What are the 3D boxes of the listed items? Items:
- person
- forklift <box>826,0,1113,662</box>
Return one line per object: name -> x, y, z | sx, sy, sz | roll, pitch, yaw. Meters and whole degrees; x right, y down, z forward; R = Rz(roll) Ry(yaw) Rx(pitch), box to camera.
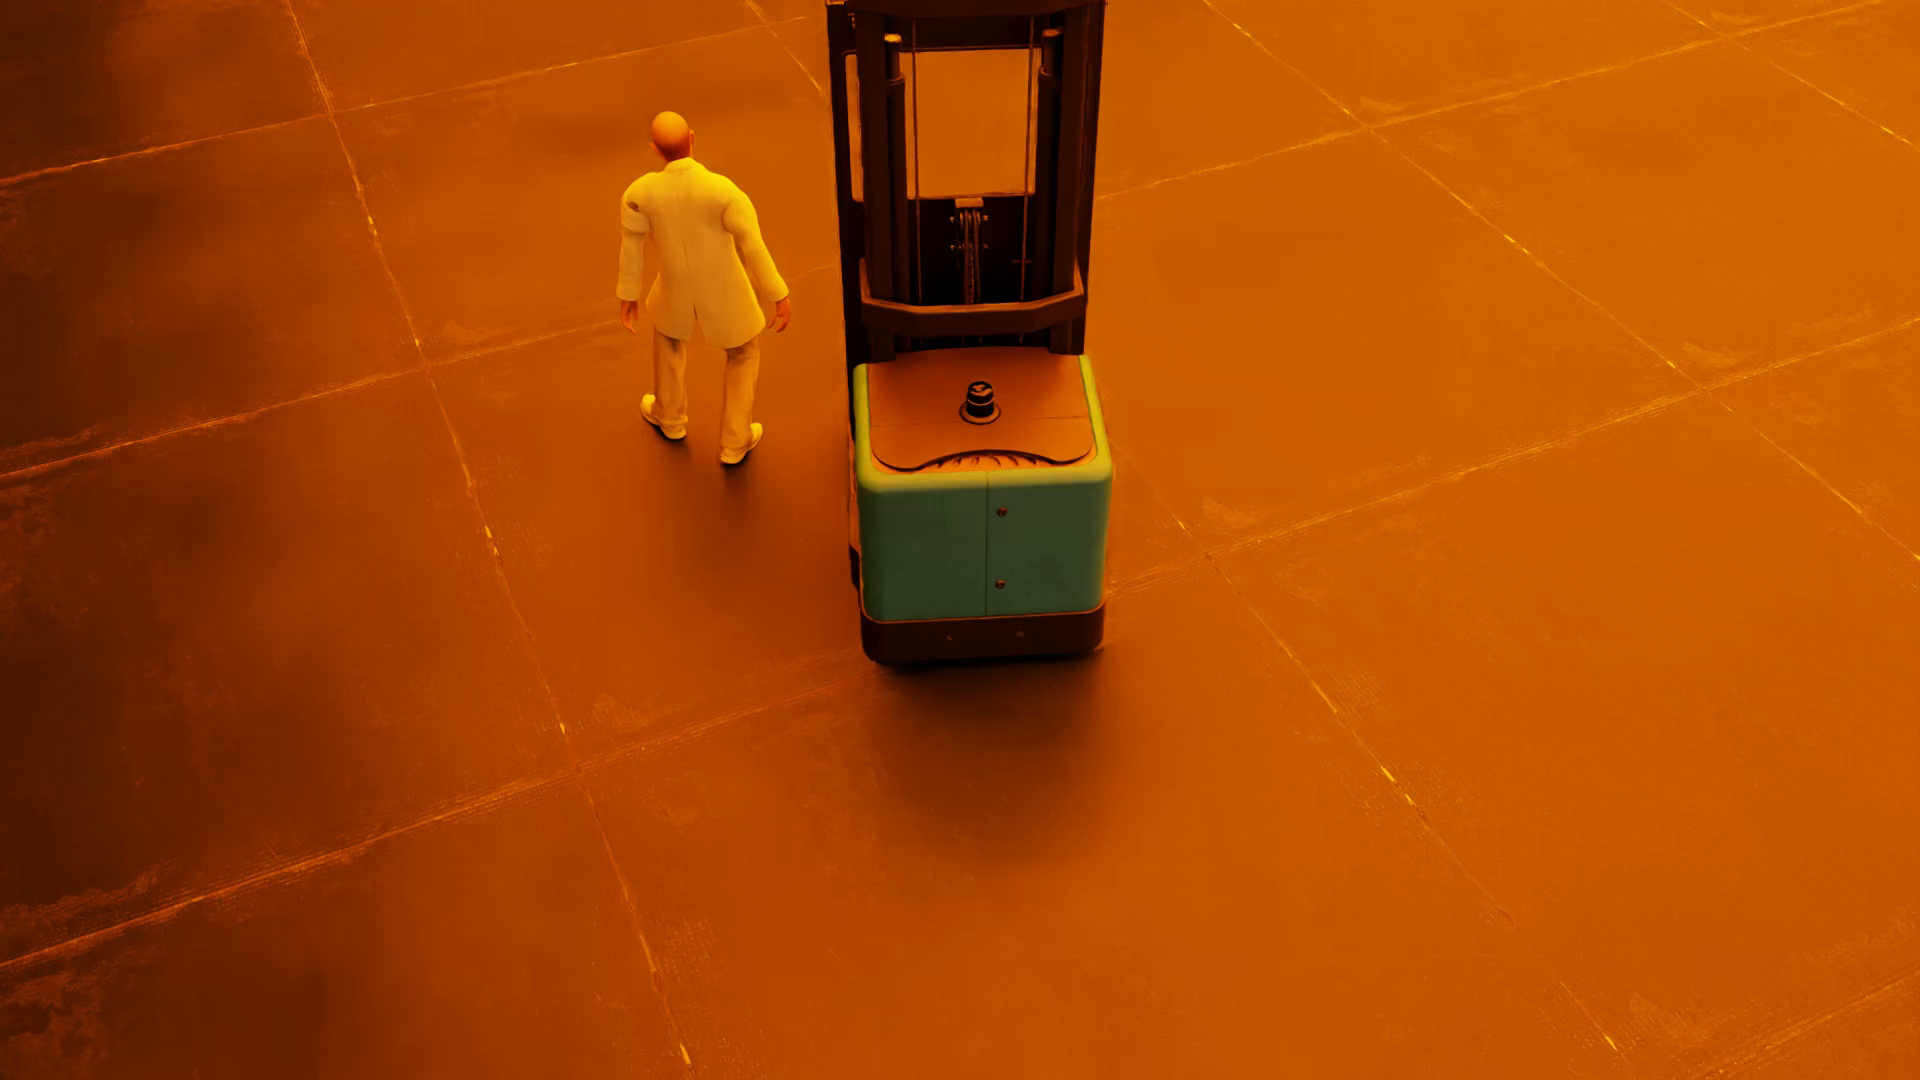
person -> -1.222, -1.157, 7.824 | 0.912, 1.744, 0.509 | 9, 44, 10
forklift -> 0.005, -1.544, 7.335 | 1.130, 2.935, 3.031 | -3, 43, -3
